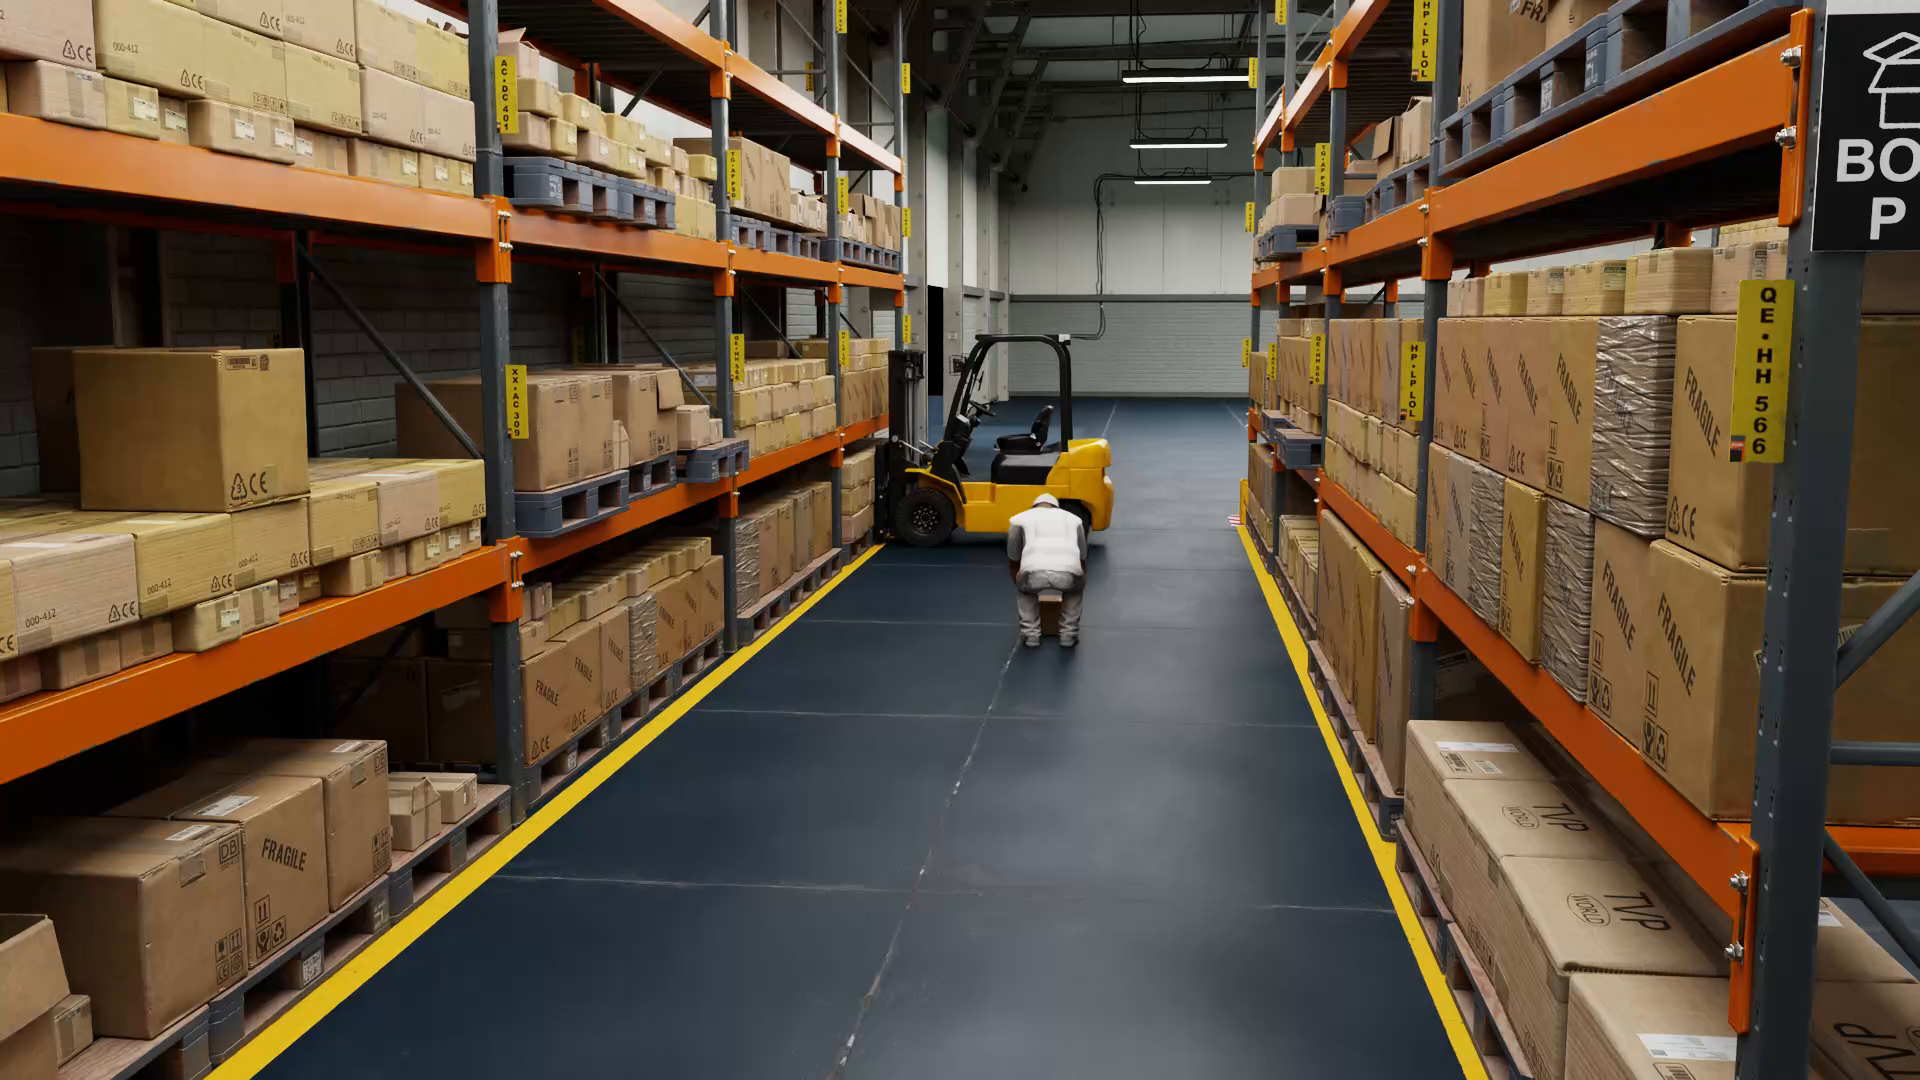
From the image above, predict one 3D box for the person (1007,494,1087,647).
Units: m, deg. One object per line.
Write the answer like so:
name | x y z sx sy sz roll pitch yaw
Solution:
person | 0.615 0.218 11.930 0.577 1.037 0.895 1 8 6
